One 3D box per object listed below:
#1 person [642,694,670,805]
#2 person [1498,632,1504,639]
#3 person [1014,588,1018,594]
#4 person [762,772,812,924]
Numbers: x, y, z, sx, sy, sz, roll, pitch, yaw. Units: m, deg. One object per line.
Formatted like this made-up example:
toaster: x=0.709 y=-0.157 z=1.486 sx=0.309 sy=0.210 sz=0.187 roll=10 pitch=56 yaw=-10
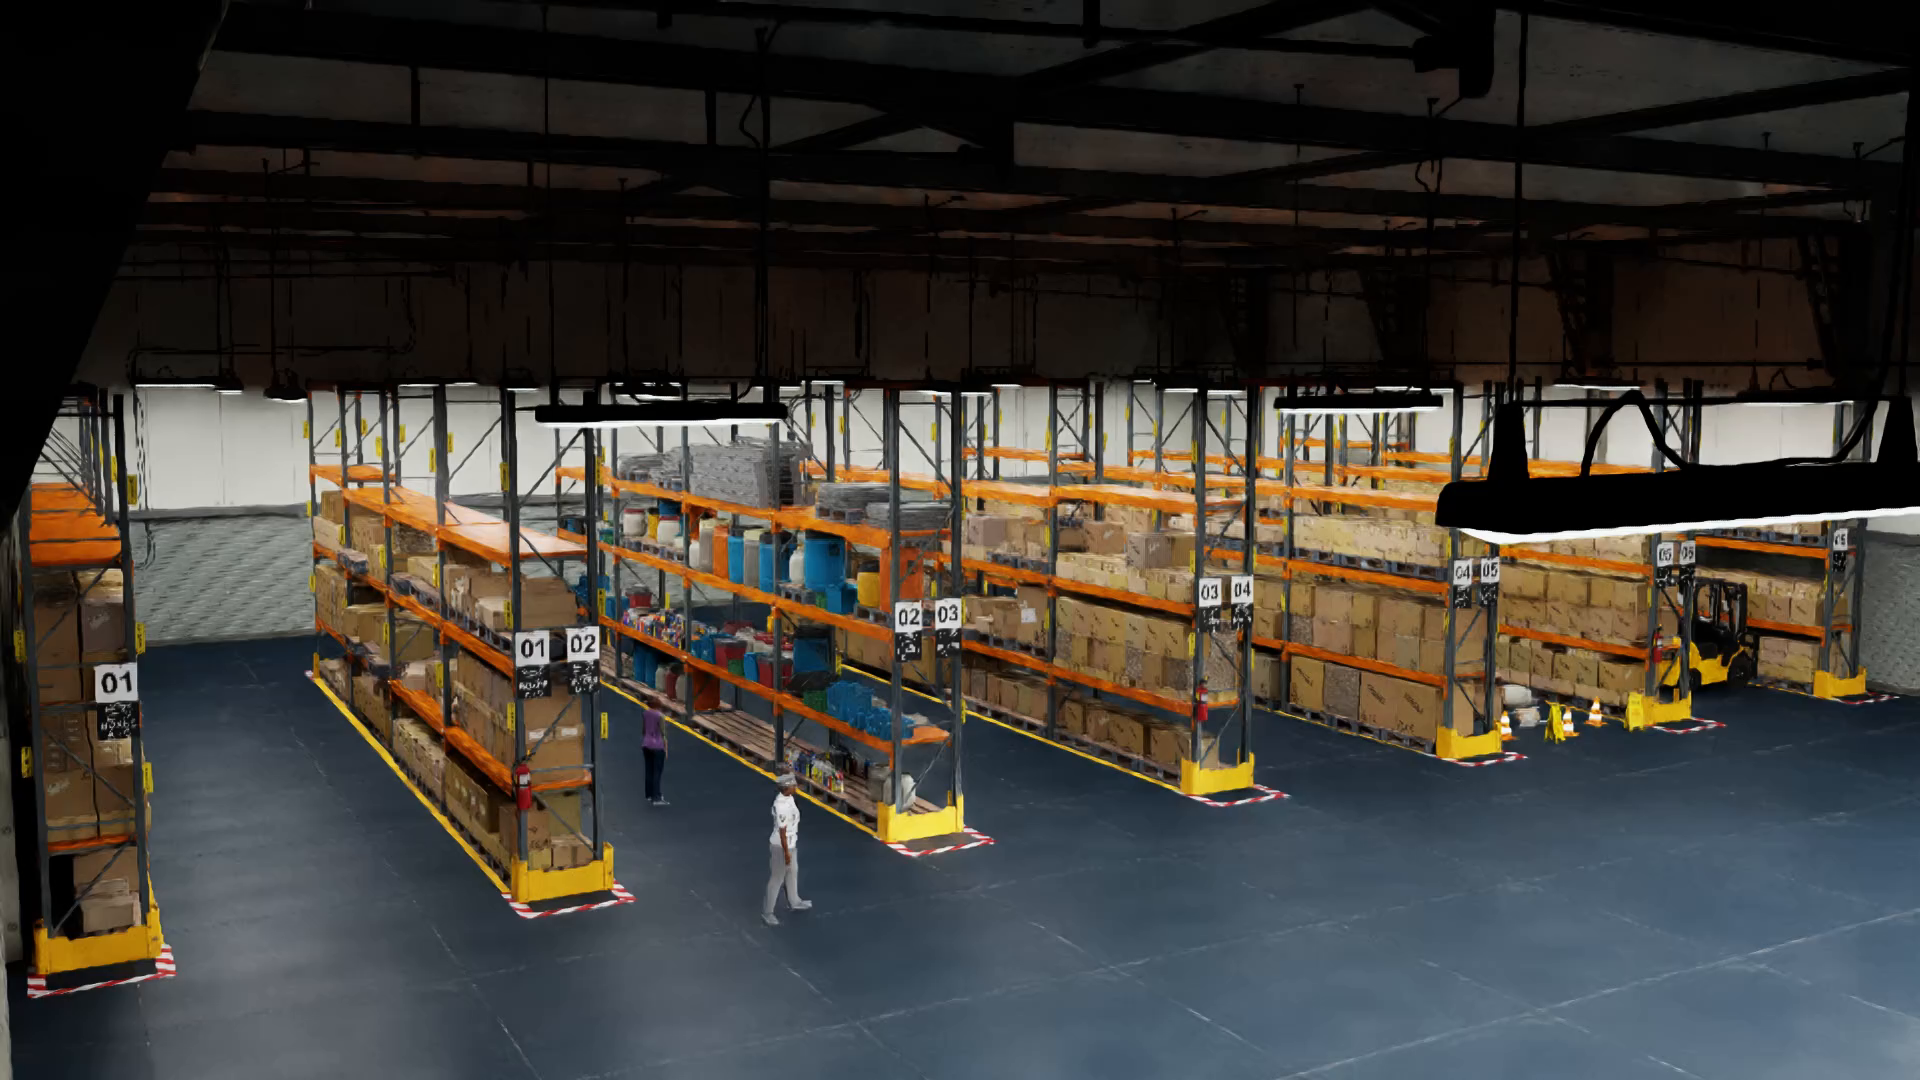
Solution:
person: x=-4.363 y=3.009 z=23.870 sx=0.464 sy=1.561 sz=0.409 roll=4 pitch=7 yaw=32
person: x=11.477 y=1.662 z=35.445 sx=0.636 sy=1.775 sz=0.677 roll=0 pitch=6 yaw=1
person: x=1.640 y=0.591 z=45.773 sx=0.612 sy=1.767 sz=0.622 roll=1 pitch=6 yaw=6
person: x=-1.992 y=3.471 z=18.989 sx=0.518 sy=1.676 sz=0.679 roll=0 pitch=6 yaw=1
